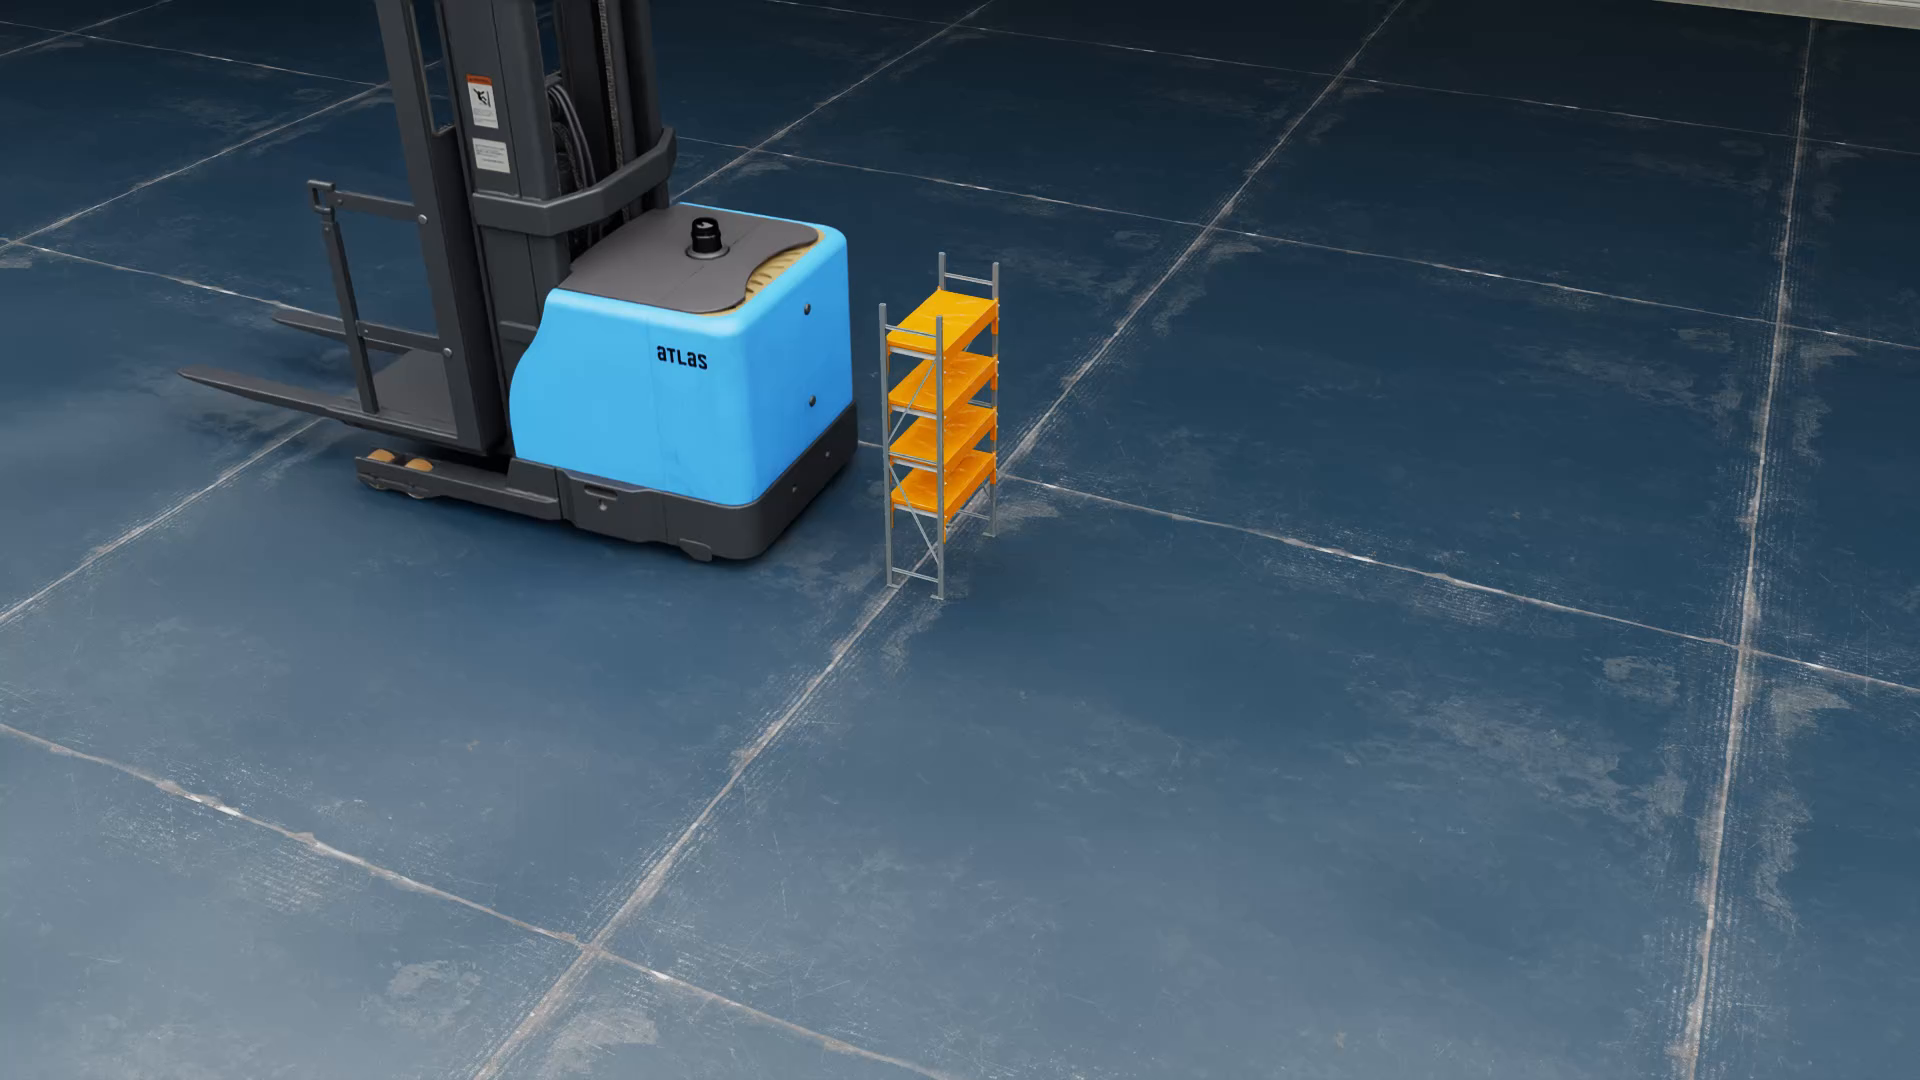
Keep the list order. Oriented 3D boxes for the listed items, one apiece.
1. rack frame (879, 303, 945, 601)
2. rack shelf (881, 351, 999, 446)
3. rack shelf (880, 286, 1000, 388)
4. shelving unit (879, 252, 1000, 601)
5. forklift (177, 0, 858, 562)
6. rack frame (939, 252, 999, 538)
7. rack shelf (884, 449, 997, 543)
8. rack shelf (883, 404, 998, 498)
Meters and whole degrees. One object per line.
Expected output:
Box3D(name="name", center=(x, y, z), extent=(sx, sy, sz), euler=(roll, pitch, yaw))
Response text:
Box3D(name="rack frame", center=(-0.171, -0.298, 6.110), extent=(0.240, 1.200, 0.015), euler=(14, 36, 20))
Box3D(name="rack shelf", center=(-0.069, -0.550, 6.210), extent=(0.258, 0.148, 0.480), euler=(14, 36, 20))
Box3D(name="rack shelf", center=(-0.069, -0.748, 6.080), extent=(0.258, 0.148, 0.480), euler=(14, 36, 20))
Box3D(name="shelving unit", center=(-0.069, -0.419, 6.295), extent=(0.258, 1.200, 0.503), euler=(14, 36, 20))
Box3D(name="forklift", center=(-2.010, -1.652, 6.597), extent=(3.031, 2.935, 1.130), euler=(13, 35, 19))
Box3D(name="rack frame", center=(0.033, -0.541, 6.481), extent=(0.240, 1.200, 0.015), euler=(14, 36, 20))
Box3D(name="rack shelf", center=(-0.069, -0.197, 6.441), extent=(0.258, 0.148, 0.480), euler=(14, 36, 20))
Box3D(name="rack shelf", center=(-0.069, -0.363, 6.332), extent=(0.258, 0.148, 0.480), euler=(14, 36, 20))
